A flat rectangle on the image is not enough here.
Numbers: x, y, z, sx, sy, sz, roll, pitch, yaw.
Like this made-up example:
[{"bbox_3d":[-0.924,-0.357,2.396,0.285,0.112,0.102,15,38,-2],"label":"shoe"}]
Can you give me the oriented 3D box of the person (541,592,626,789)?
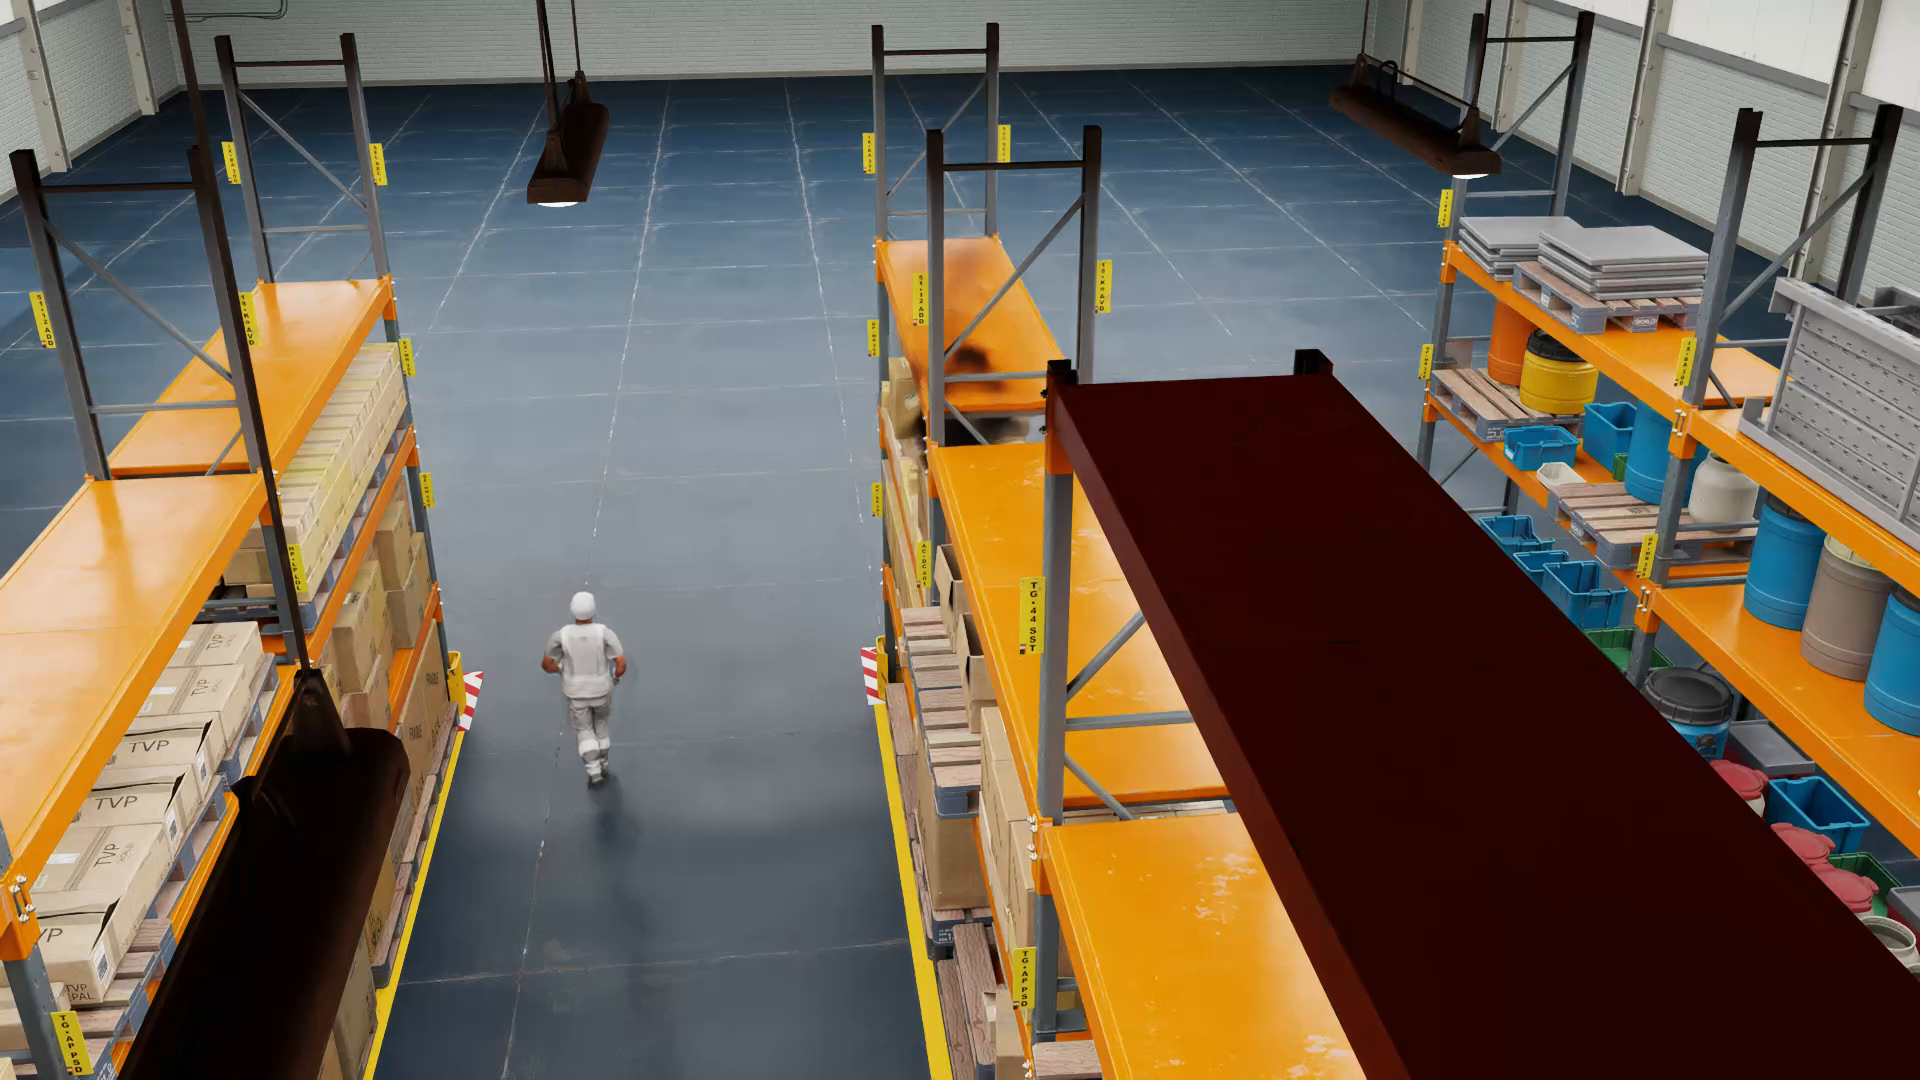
[{"bbox_3d":[-3.073,1.297,13.723,0.679,1.803,0.798,-5,26,-10],"label":"person"}]
